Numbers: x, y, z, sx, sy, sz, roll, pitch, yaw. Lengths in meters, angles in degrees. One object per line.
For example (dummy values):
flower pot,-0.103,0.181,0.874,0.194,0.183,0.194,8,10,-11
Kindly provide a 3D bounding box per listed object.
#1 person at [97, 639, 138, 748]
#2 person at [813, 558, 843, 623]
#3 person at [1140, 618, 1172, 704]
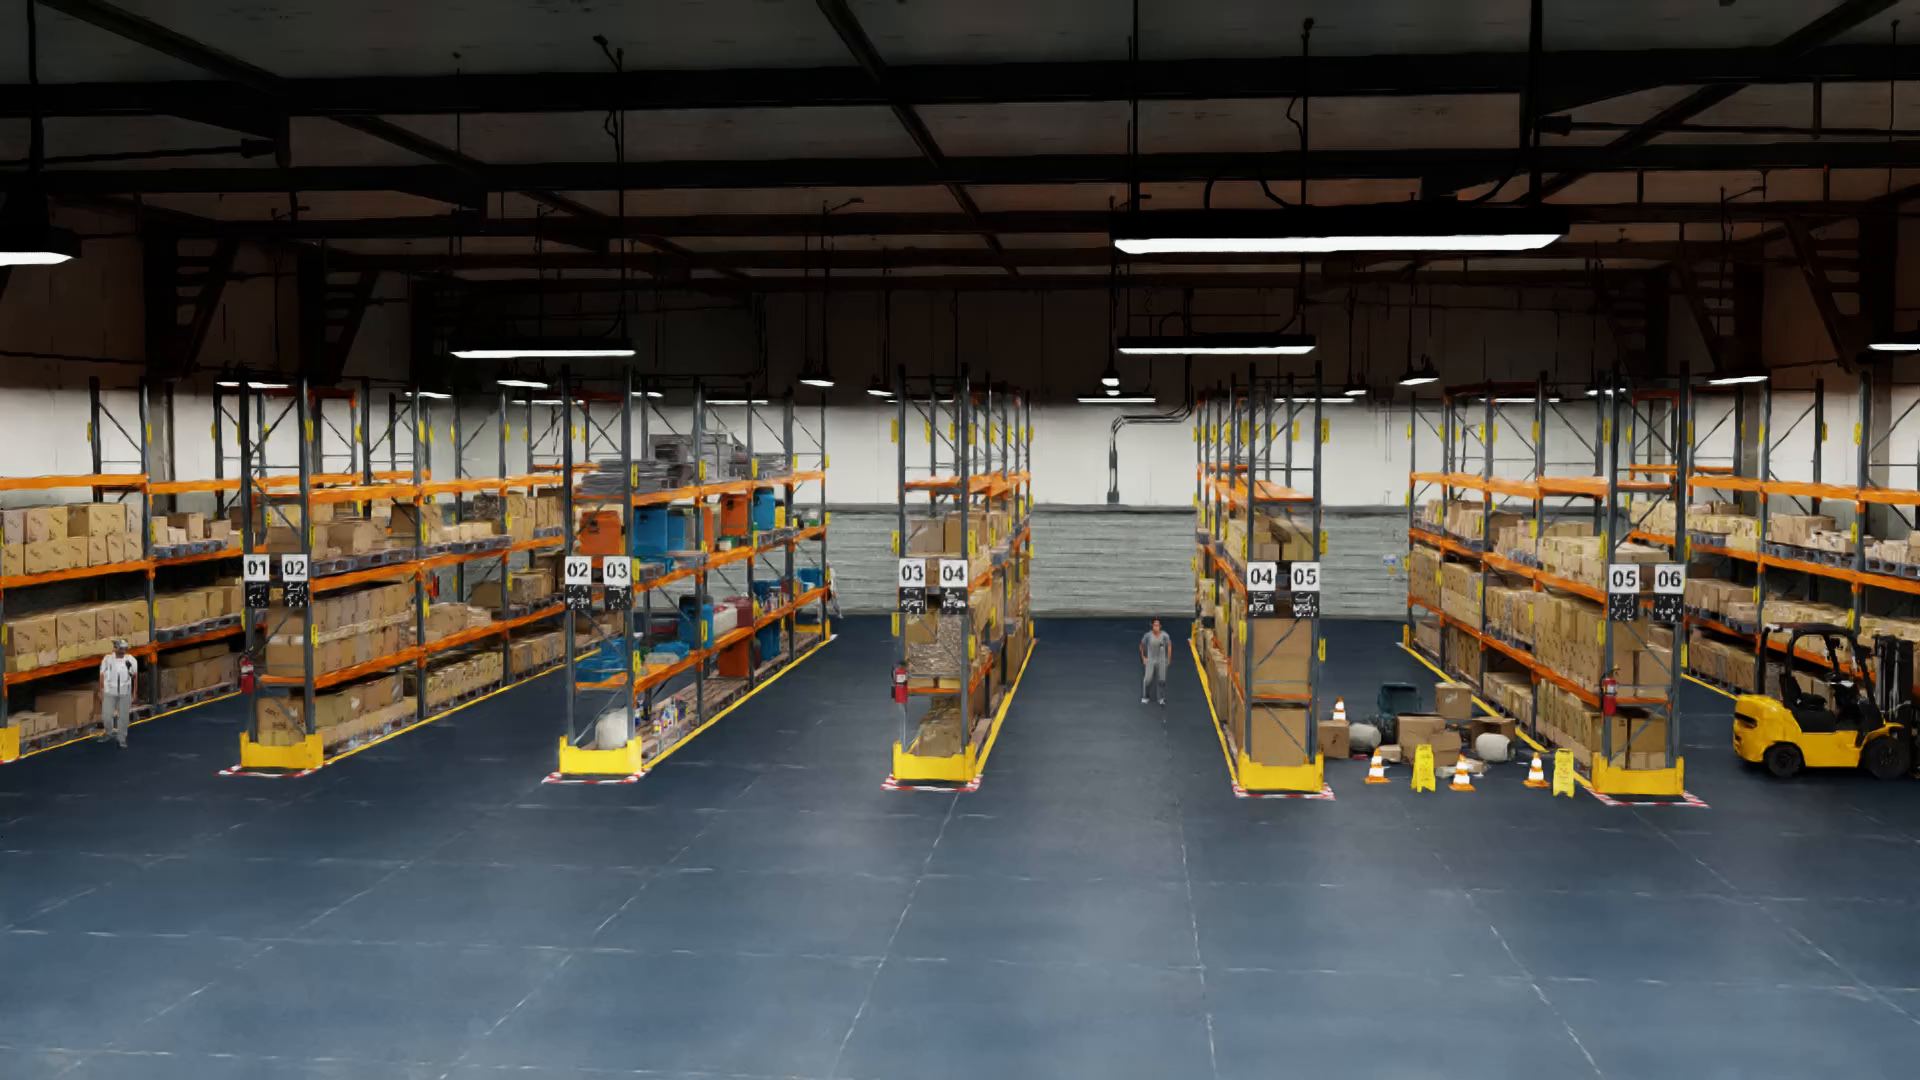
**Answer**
person,-13.460,2.427,26.546,0.607,1.753,0.558,-2,4,-31
person,-3.488,1.319,44.104,0.570,1.722,0.955,2,4,26
person,3.618,2.229,30.725,0.580,1.618,0.507,0,4,4
